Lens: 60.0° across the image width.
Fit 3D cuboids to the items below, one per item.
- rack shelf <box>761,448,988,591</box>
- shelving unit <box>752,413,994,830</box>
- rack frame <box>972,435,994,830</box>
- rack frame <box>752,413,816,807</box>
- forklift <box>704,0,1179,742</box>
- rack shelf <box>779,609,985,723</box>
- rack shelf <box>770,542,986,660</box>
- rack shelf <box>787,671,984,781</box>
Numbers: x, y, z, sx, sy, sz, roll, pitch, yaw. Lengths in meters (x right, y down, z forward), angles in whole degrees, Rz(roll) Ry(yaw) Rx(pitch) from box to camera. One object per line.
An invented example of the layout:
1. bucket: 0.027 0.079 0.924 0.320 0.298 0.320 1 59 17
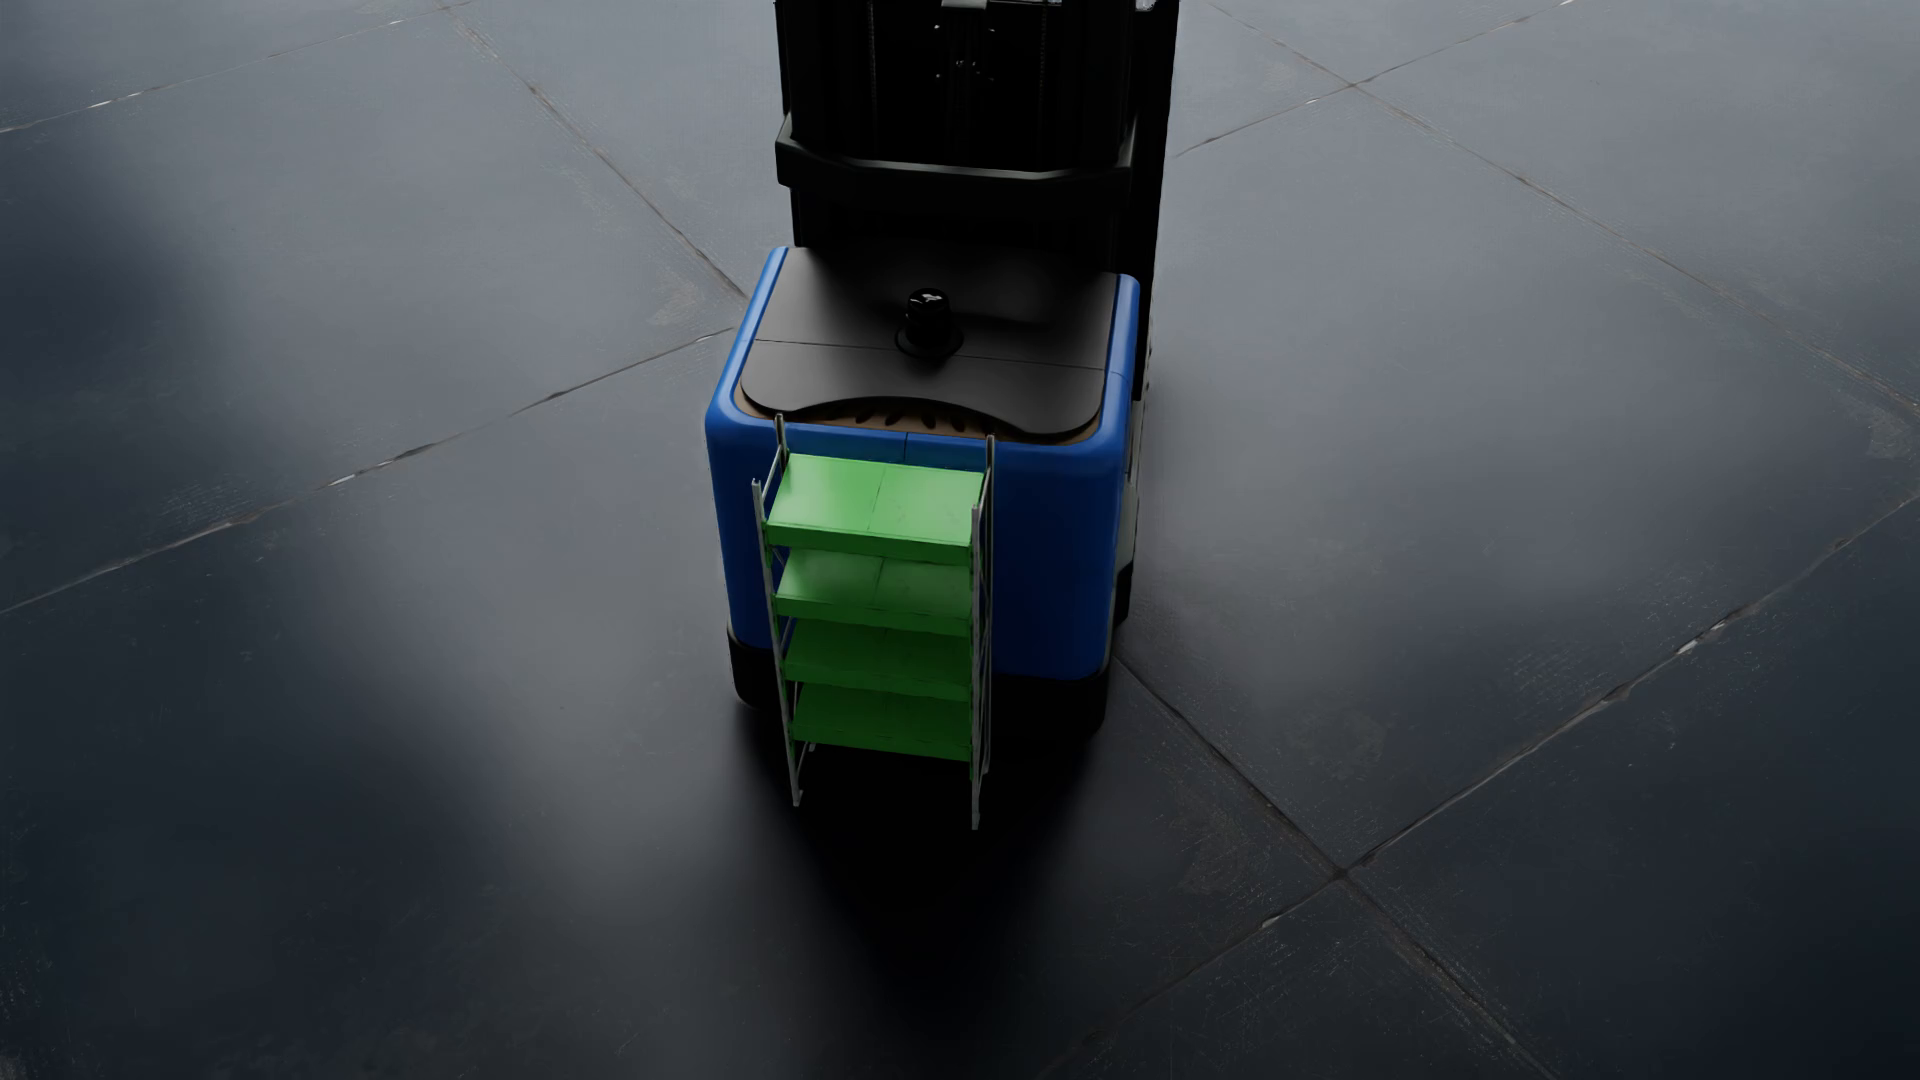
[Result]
1. rack shelf: -0.189 -0.050 3.824 0.480 0.148 0.258 6 46 7
2. shelving unit: -0.186 0.242 4.121 0.503 1.200 0.258 6 46 7
3. rack frame: 0.055 0.268 4.094 0.015 1.200 0.240 6 46 7
4. rack frame: -0.427 0.216 4.149 0.015 1.200 0.240 6 46 7
5. forklift: 0.078 -1.529 4.729 1.130 2.935 3.031 6 44 6
6. rack shelf: -0.186 0.287 4.167 0.480 0.148 0.258 6 46 7
7. rack shelf: -0.187 0.119 3.996 0.480 0.148 0.258 6 46 7
8. rack shelf: -0.185 0.455 4.338 0.480 0.148 0.258 6 46 7
